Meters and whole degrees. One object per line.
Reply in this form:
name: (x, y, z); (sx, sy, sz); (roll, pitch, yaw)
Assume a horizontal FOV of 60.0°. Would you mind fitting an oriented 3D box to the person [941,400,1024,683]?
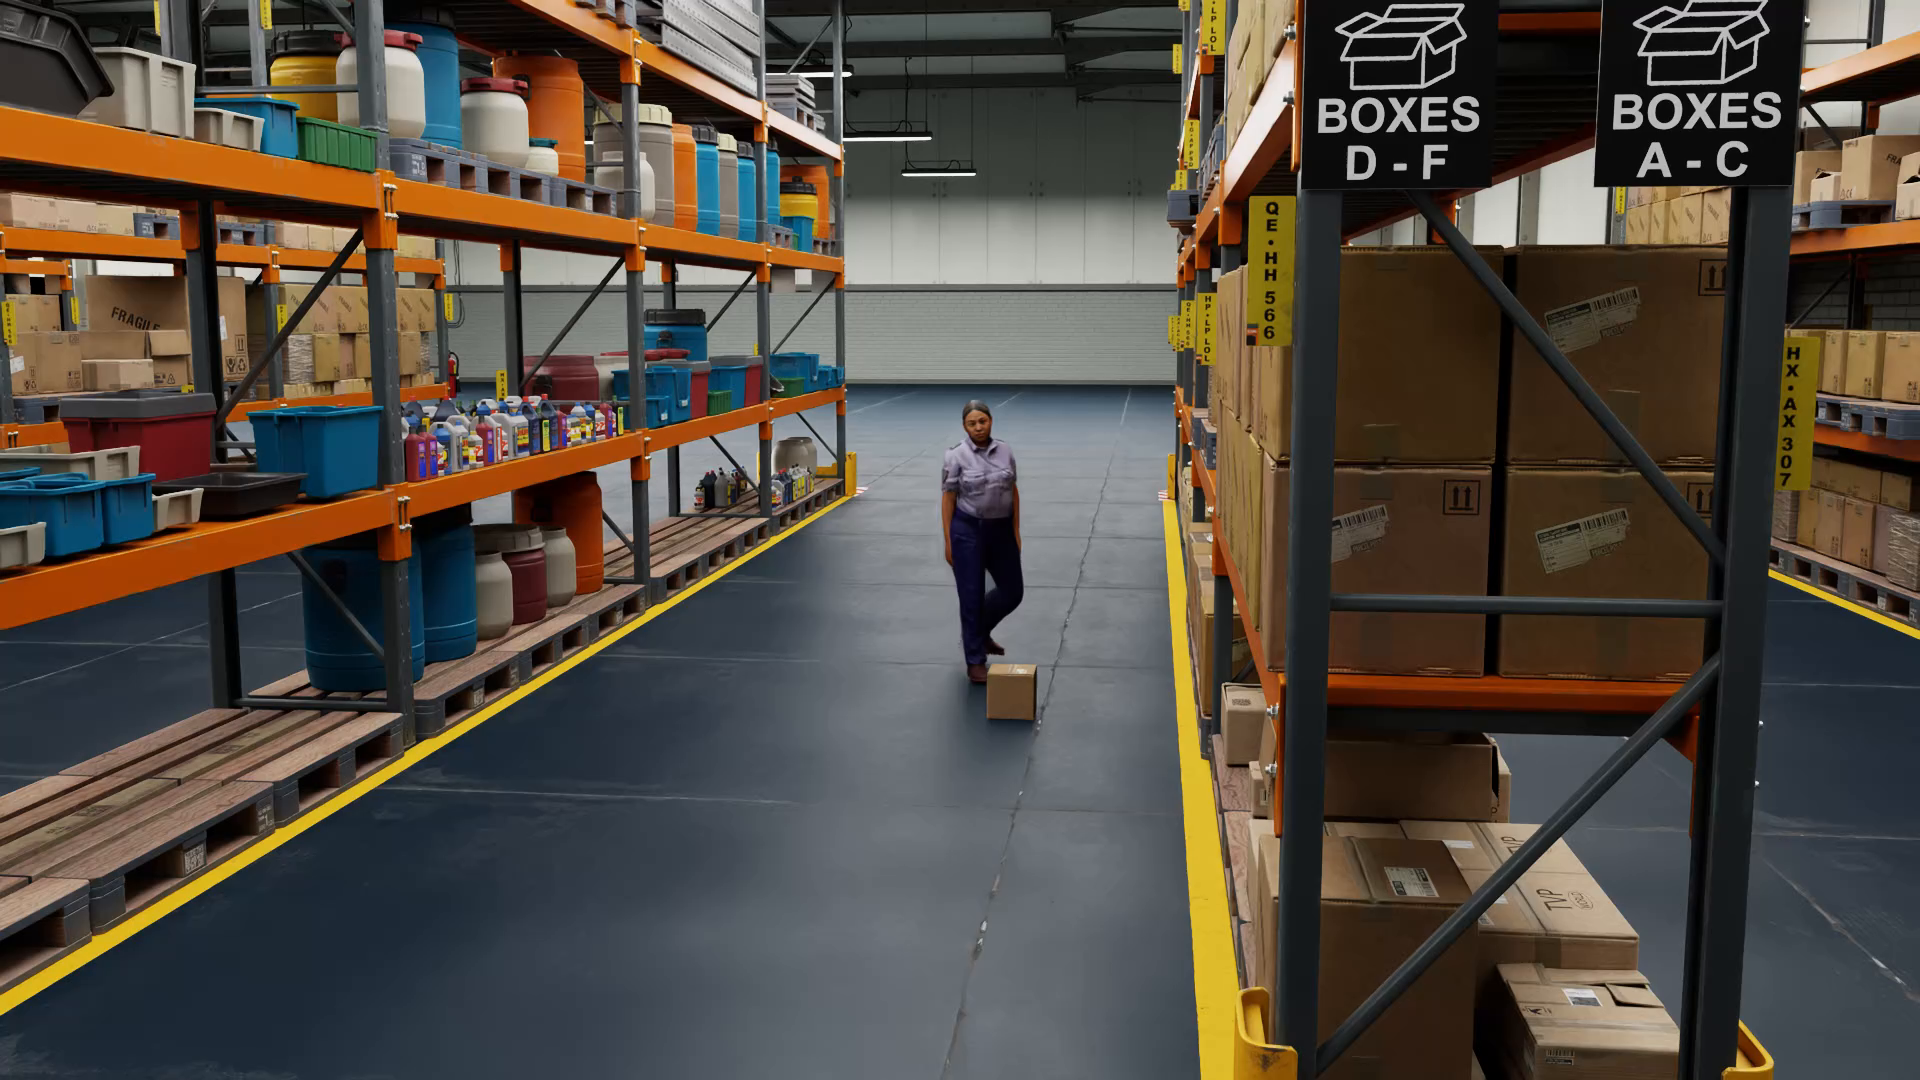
person: (0.112, -0.017, 9.893); (0.539, 1.640, 0.639); (-5, 9, -30)
